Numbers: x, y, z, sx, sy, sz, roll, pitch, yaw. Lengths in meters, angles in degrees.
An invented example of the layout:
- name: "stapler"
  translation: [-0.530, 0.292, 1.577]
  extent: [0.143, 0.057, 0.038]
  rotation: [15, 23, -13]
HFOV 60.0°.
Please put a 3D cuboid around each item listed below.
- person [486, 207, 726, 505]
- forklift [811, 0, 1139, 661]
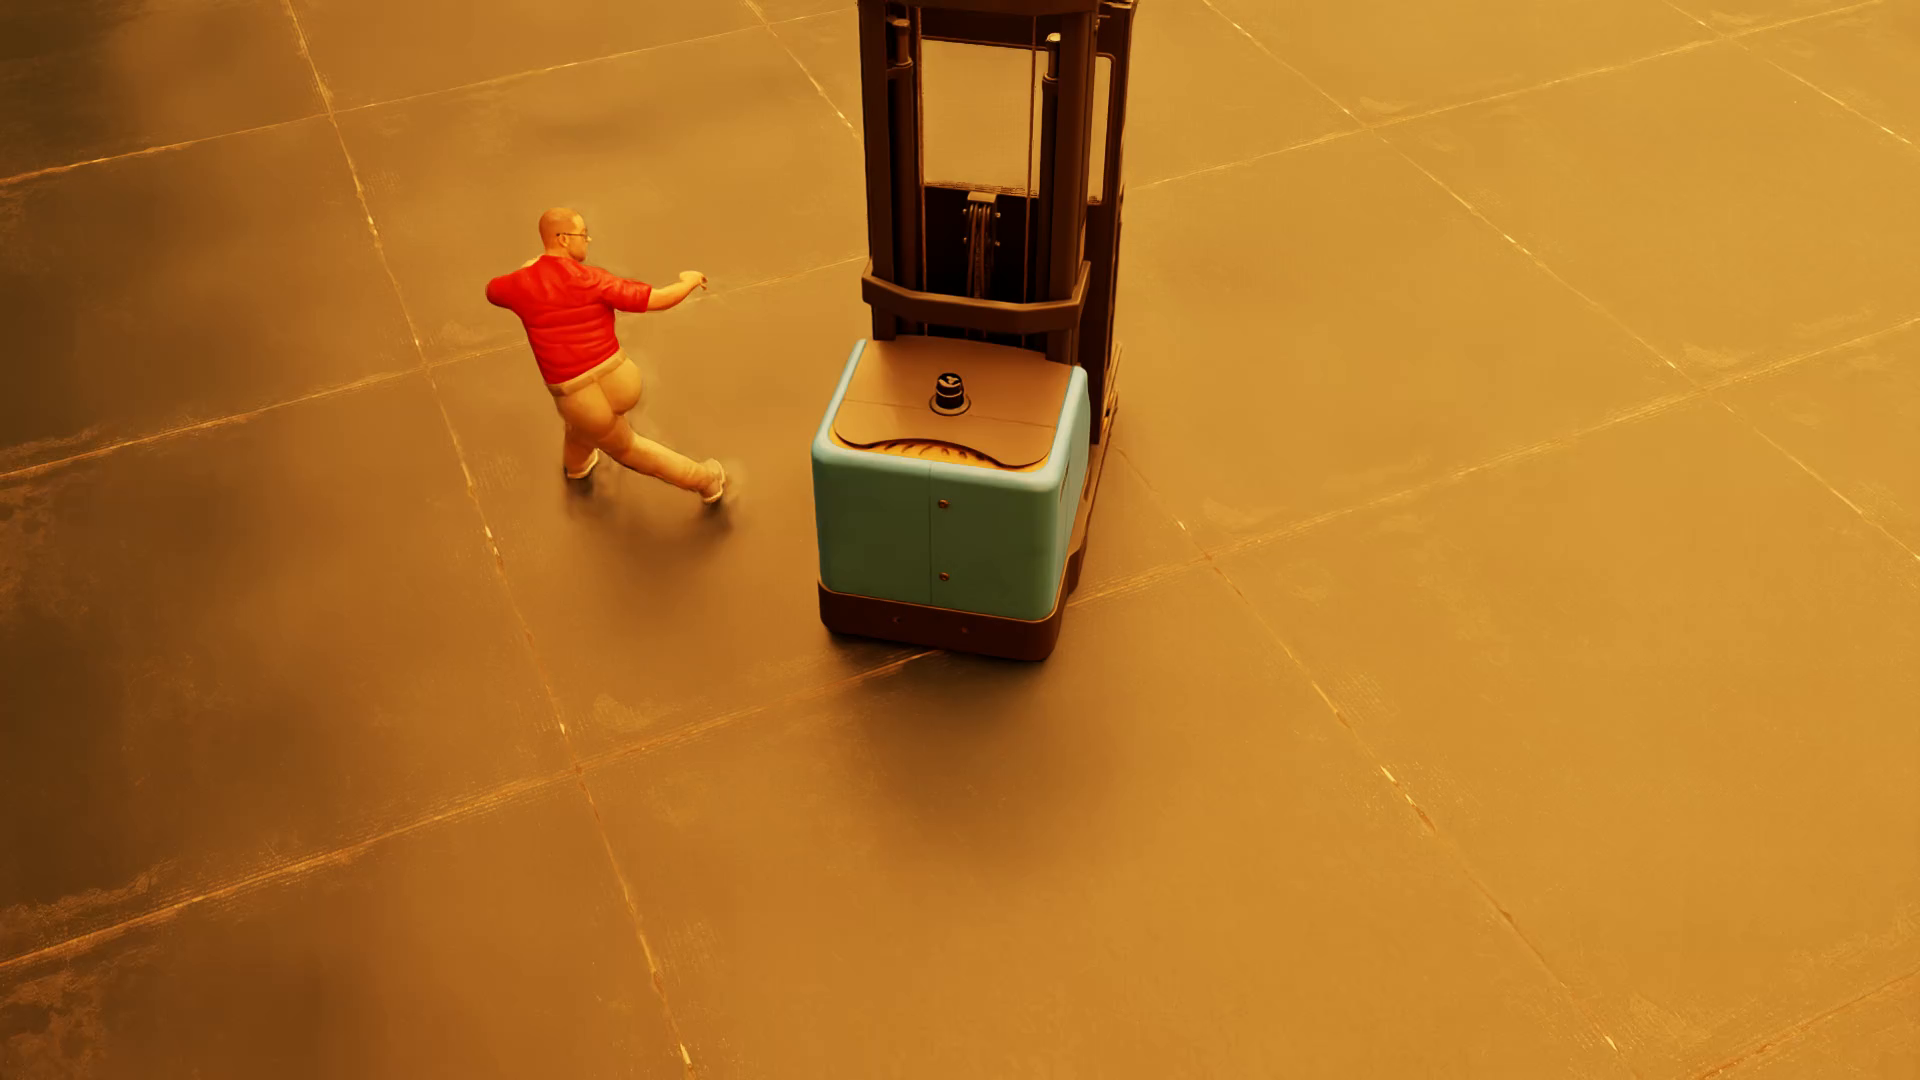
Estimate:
- name: "person"
  translation: [-1.617, -0.895, 7.722]
  extent: [0.950, 1.526, 1.099]
  rotation: [-21, 47, -21]
- name: "forklift"
  translation: [0.189, -1.567, 7.359]
  extent: [1.130, 2.935, 3.031]
  rotation: [8, 44, 9]
